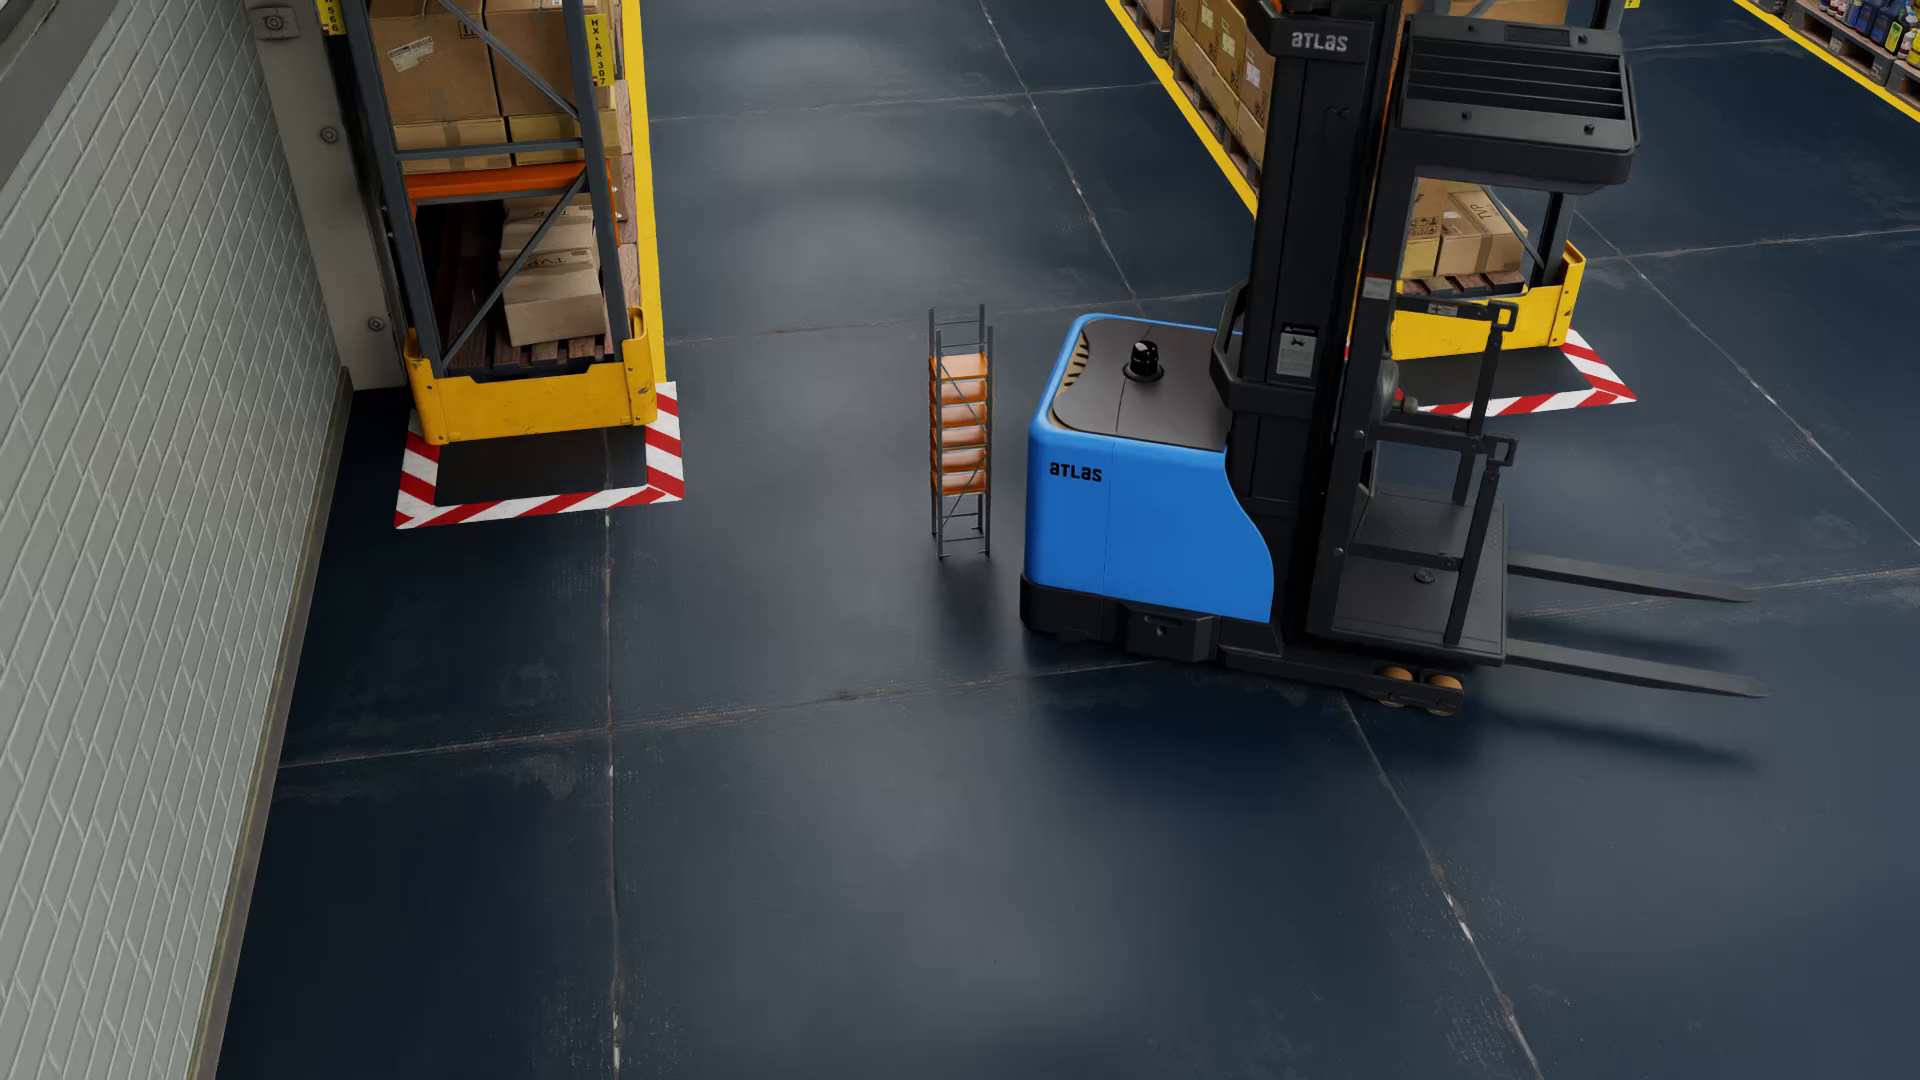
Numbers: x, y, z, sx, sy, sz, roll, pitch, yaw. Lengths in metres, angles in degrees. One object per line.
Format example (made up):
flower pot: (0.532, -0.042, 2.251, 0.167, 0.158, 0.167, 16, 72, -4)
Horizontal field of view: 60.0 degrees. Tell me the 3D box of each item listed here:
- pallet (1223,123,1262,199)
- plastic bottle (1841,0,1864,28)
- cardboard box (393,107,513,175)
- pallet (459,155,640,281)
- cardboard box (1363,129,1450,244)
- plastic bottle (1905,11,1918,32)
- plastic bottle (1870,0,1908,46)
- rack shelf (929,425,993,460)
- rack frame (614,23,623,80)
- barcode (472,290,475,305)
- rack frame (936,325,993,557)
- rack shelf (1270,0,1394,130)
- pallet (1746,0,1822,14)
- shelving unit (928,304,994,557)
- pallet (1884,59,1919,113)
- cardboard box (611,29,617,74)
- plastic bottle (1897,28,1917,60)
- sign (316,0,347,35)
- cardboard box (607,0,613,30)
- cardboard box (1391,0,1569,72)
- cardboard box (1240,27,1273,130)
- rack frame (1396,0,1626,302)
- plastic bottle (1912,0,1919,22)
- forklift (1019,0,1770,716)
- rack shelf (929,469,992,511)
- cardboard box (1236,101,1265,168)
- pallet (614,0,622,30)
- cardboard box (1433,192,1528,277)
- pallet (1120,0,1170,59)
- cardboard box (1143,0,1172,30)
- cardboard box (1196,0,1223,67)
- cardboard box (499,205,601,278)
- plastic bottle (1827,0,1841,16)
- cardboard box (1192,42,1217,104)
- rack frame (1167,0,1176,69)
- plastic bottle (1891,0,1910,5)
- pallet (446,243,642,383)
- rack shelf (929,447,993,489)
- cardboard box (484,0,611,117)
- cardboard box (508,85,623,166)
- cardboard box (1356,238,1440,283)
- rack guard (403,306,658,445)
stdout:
pallet: (2.350, -2.404, 10.672, 1.003, 0.211, 1.213, -6, 38, -8)
plastic bottle: (6.620, -3.925, 12.218, 0.152, 0.276, 0.135, -5, 38, -6)
cardboard box: (-2.413, -1.987, 7.969, 0.500, 0.250, 0.500, -6, 38, -7)
pallet: (-2.472, -1.952, 10.090, 1.003, 0.211, 1.213, -6, 38, -8)
cardboard box: (2.349, -1.980, 9.141, 0.500, 0.500, 0.500, -6, 38, -8)
plastic bottle: (6.741, -3.624, 11.835, 0.097, 0.271, 0.097, 0, 38, 0)
plastic bottle: (6.678, -3.740, 11.920, 0.144, 0.351, 0.185, -8, 39, -10)
rack shelf: (0.003, -0.430, 7.398, 0.258, 0.103, 0.180, -6, 38, -8)
rack frame: (-2.842, -4.193, 10.702, 1.000, 3.000, 0.127, -6, 38, -8)
barcode: (-2.570, -1.288, 8.789, 0.001, 0.075, 0.075, -6, 38, -8)
rack frame: (0.019, -0.410, 7.300, 0.240, 1.200, 0.006, -6, 38, -8)
rack shelf: (2.385, -3.236, 10.057, 1.077, 0.370, 4.000, -6, 38, -8)
pallet: (6.736, -4.628, 13.534, 1.003, 0.211, 1.213, -6, 38, -8)
shelving unit: (0.003, -0.465, 7.371, 0.258, 1.200, 0.189, -6, 38, -8)
pallet: (7.206, -3.009, 11.451, 1.003, 0.211, 1.213, -6, 38, -8)
cardboard box: (-2.102, -2.675, 8.854, 0.500, 0.250, 0.500, -7, 38, -9)
plastic bottle: (6.704, -3.508, 11.742, 0.097, 0.201, 0.097, 0, 38, 0)
sign: (-2.690, -2.311, 7.079, 0.100, 0.325, 0.005, -6, 38, -8)
cardboard box: (-2.090, -2.955, 8.603, 0.500, 0.500, 0.500, -7, 38, -9)
cardboard box: (2.667, -2.635, 8.615, 0.700, 0.500, 0.500, -6, 38, -8)
cardboard box: (2.073, -2.885, 10.306, 0.500, 0.500, 0.500, -6, 38, -8)
rack frame: (2.736, -2.312, 8.281, 1.000, 3.000, 0.127, -6, 38, -8)
plastic bottle: (7.167, -4.013, 12.271, 0.144, 0.351, 0.185, -6, 38, -8)
forklift: (1.833, -0.801, 6.392, 3.031, 2.935, 1.130, 9, 39, 12)
rack shelf: (0.003, -0.240, 7.545, 0.258, 0.103, 0.180, -6, 38, -8)
cardboard box: (2.076, -2.589, 10.536, 0.500, 0.250, 0.500, -6, 38, -8)
pallet: (-3.197, -4.300, 13.113, 1.003, 0.211, 1.213, -6, 38, -8)
cardboard box: (2.861, -1.740, 9.443, 0.500, 0.250, 0.500, -6, 38, -8)
pallet: (1.867, -4.068, 12.814, 1.003, 0.211, 1.213, -6, 38, -8)
cardboard box: (1.676, -4.027, 12.388, 0.500, 0.250, 0.500, -7, 38, -8)
cardboard box: (1.903, -3.489, 11.084, 0.500, 0.500, 0.500, -6, 38, -8)
cardboard box: (-2.273, -1.661, 9.276, 0.500, 0.311, 0.500, -3, 38, -4)
plastic bottle: (6.554, -4.026, 12.410, 0.097, 0.201, 0.097, 0, 38, 0)
cardboard box: (1.900, -3.193, 11.314, 0.500, 0.250, 0.500, -6, 38, -8)
rack frame: (2.035, -4.728, 11.391, 1.000, 3.000, 0.127, -6, 38, -8)
plastic bottle: (6.787, -3.870, 12.086, 0.144, 0.351, 0.185, -6, 38, -8)
pallet: (-2.261, -1.216, 9.143, 1.003, 0.211, 1.213, -6, 38, -8)
rack shelf: (0.003, -0.335, 7.472, 0.258, 0.103, 0.180, -6, 38, -8)
cardboard box: (-1.928, -2.342, 7.815, 0.500, 0.500, 0.500, -6, 38, -8)
cardboard box: (-1.913, -2.055, 8.056, 0.500, 0.250, 0.500, -7, 38, -9)
cardboard box: (2.351, -1.684, 9.372, 0.500, 0.250, 0.500, -6, 38, -8)
rack guard: (-2.154, -0.836, 8.418, 1.175, 0.500, 0.348, -6, 38, -8)
